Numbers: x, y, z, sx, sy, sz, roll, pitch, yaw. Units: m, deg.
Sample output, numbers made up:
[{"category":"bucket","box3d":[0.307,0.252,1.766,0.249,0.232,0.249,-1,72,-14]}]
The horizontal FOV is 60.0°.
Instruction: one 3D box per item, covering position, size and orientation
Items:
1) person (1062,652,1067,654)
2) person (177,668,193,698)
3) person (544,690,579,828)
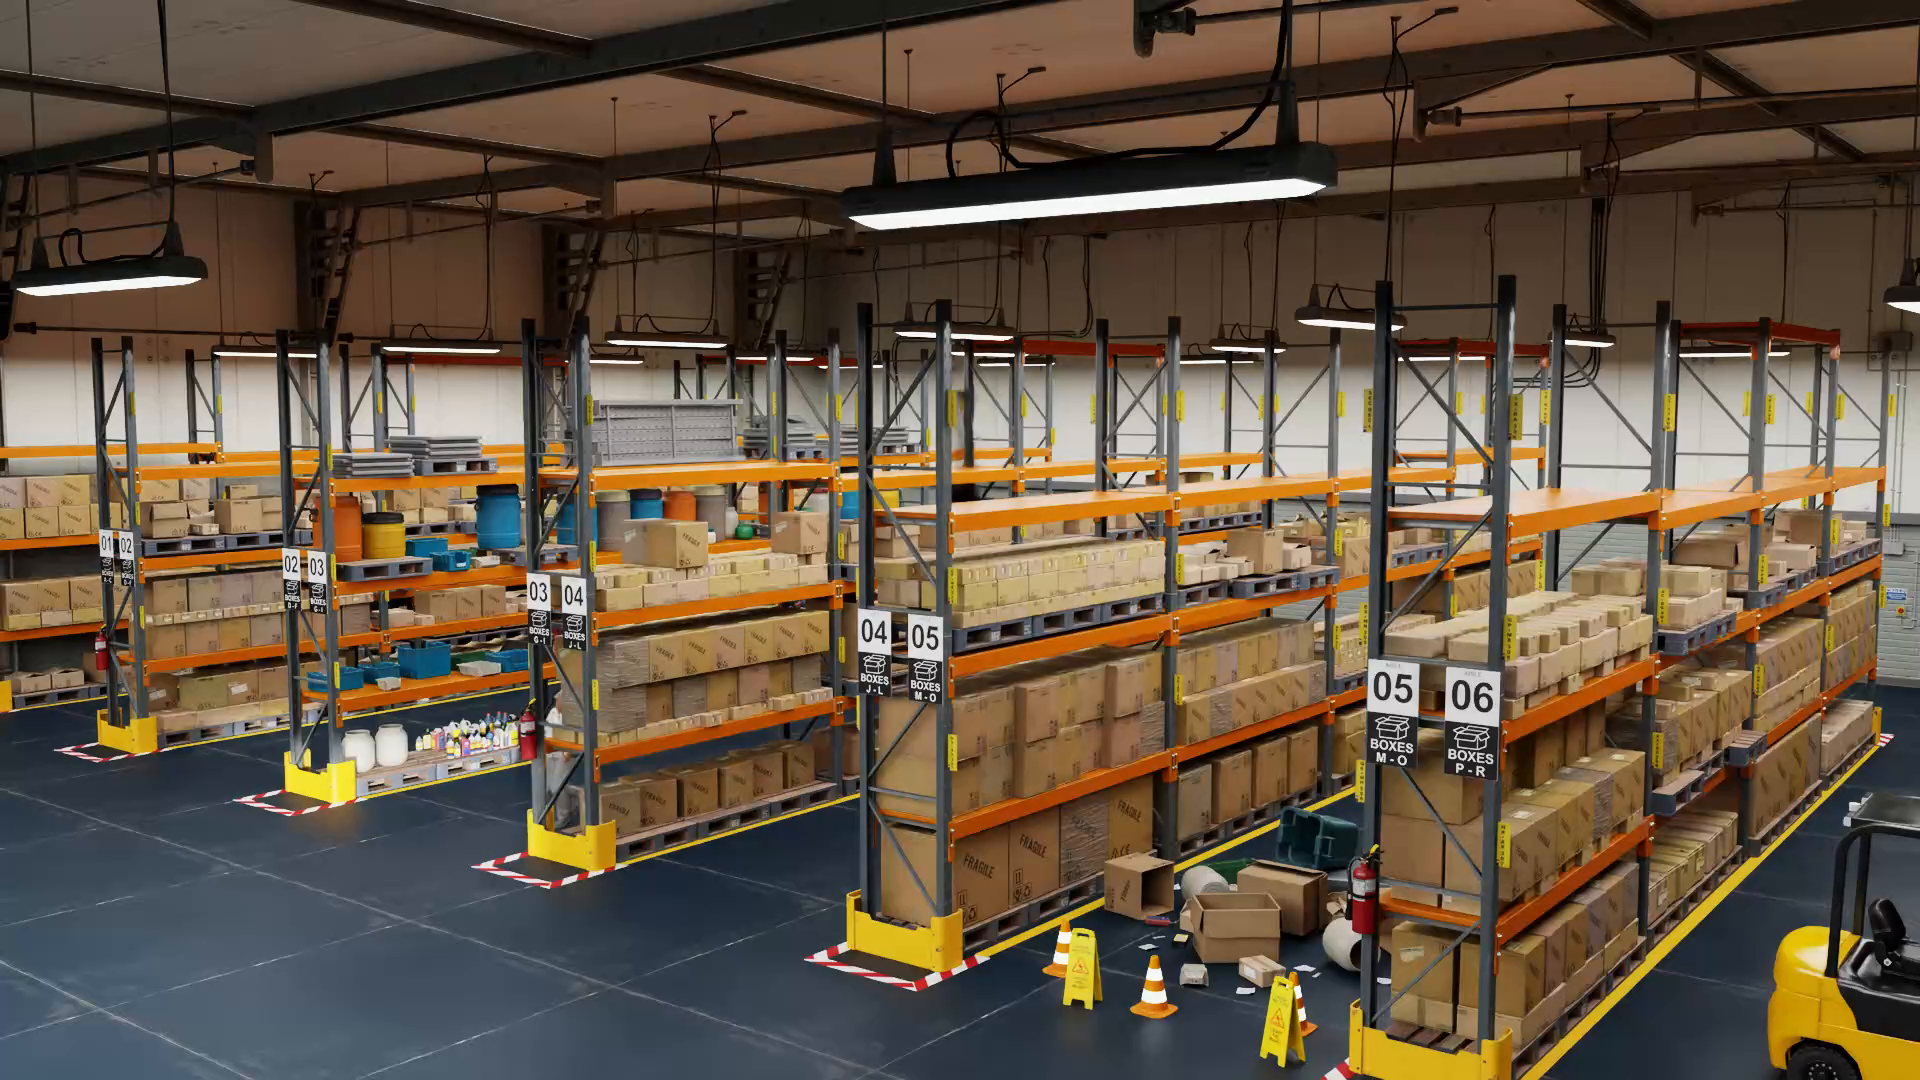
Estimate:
[{"category":"person","box3d":[1.527,2.297,23.086,0.581,1.747,0.579,3,6,32]},{"category":"person","box3d":[-12.276,2.027,26.667,0.563,1.632,0.697,3,6,35]},{"category":"person","box3d":[-4.780,2.615,20.104,0.602,1.647,0.563,2,6,25]}]
